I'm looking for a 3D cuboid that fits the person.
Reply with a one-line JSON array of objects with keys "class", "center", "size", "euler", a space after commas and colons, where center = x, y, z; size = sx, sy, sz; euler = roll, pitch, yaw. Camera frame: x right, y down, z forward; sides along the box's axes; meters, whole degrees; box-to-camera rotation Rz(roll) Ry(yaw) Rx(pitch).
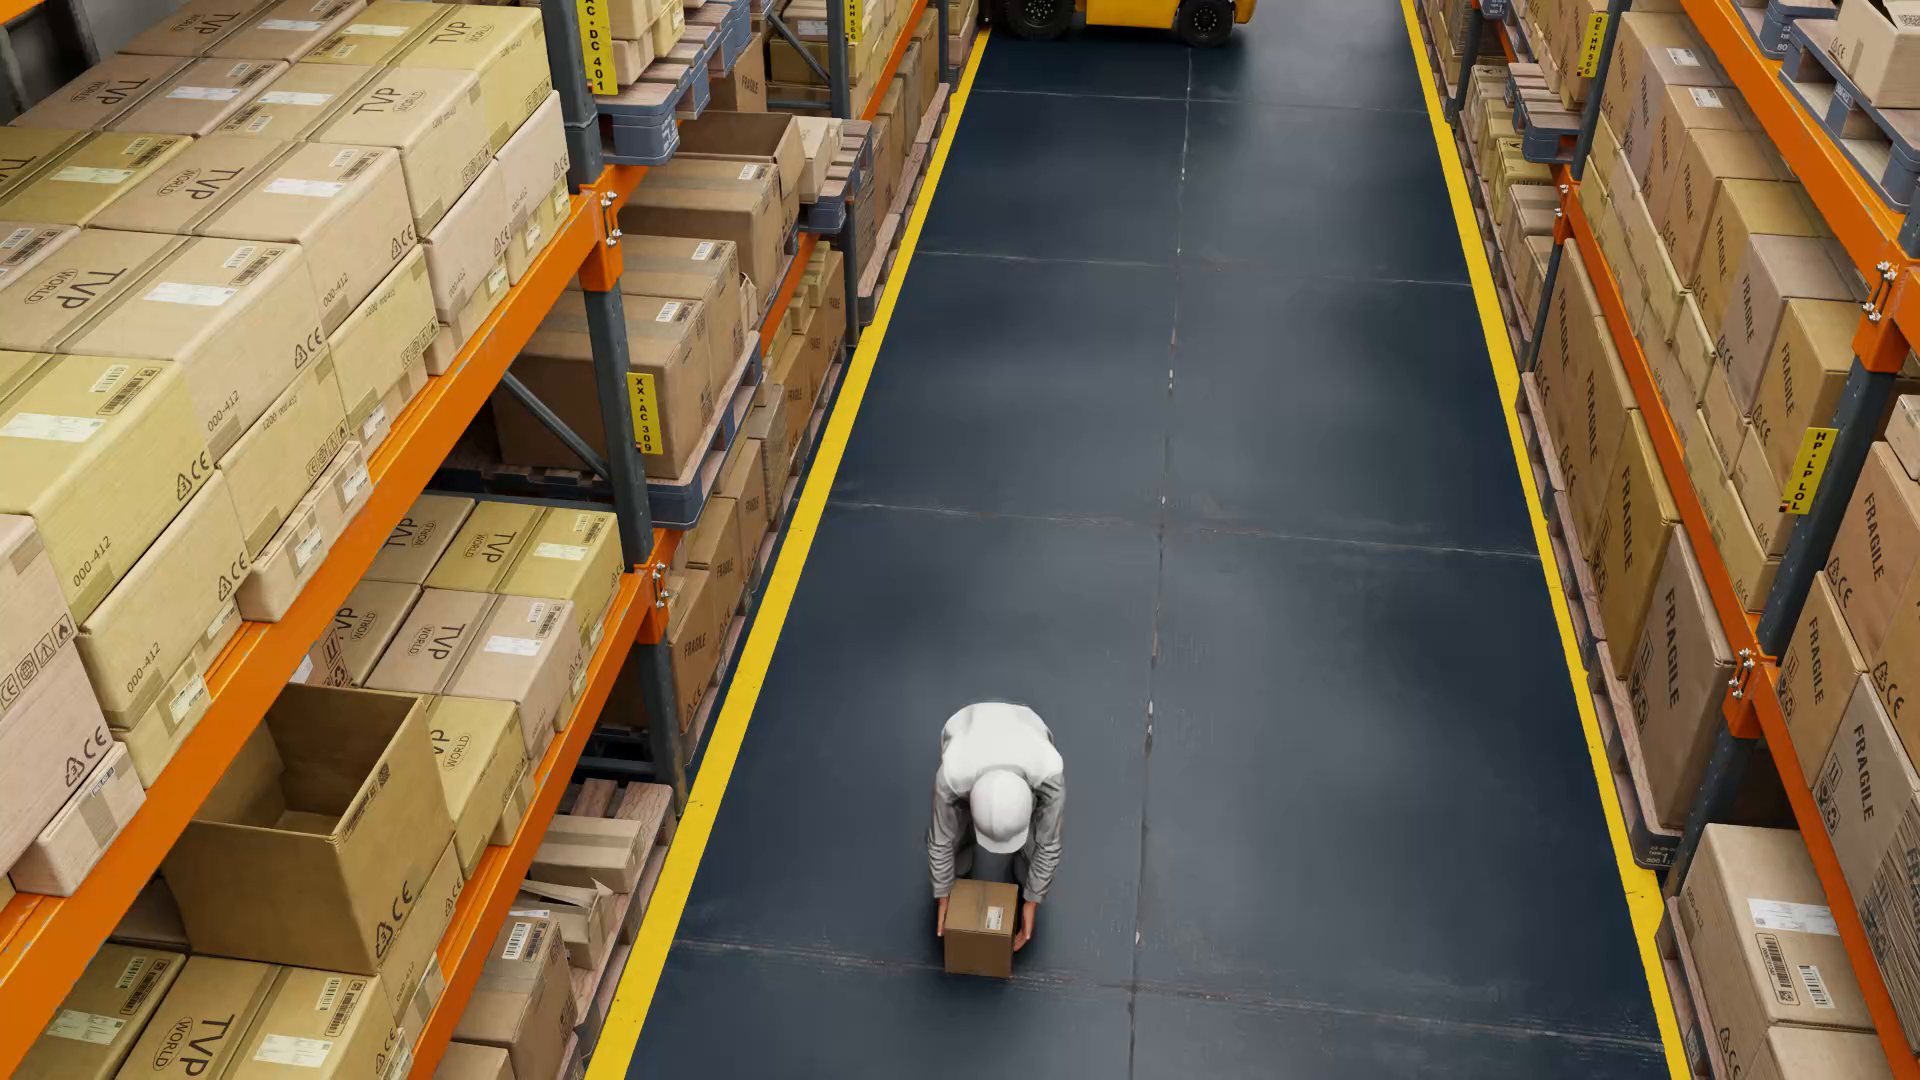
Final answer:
[{"class": "person", "center": [0.137, 1.014, 6.354], "size": [0.538, 0.916, 0.914], "euler": [4, 36, 6]}]
